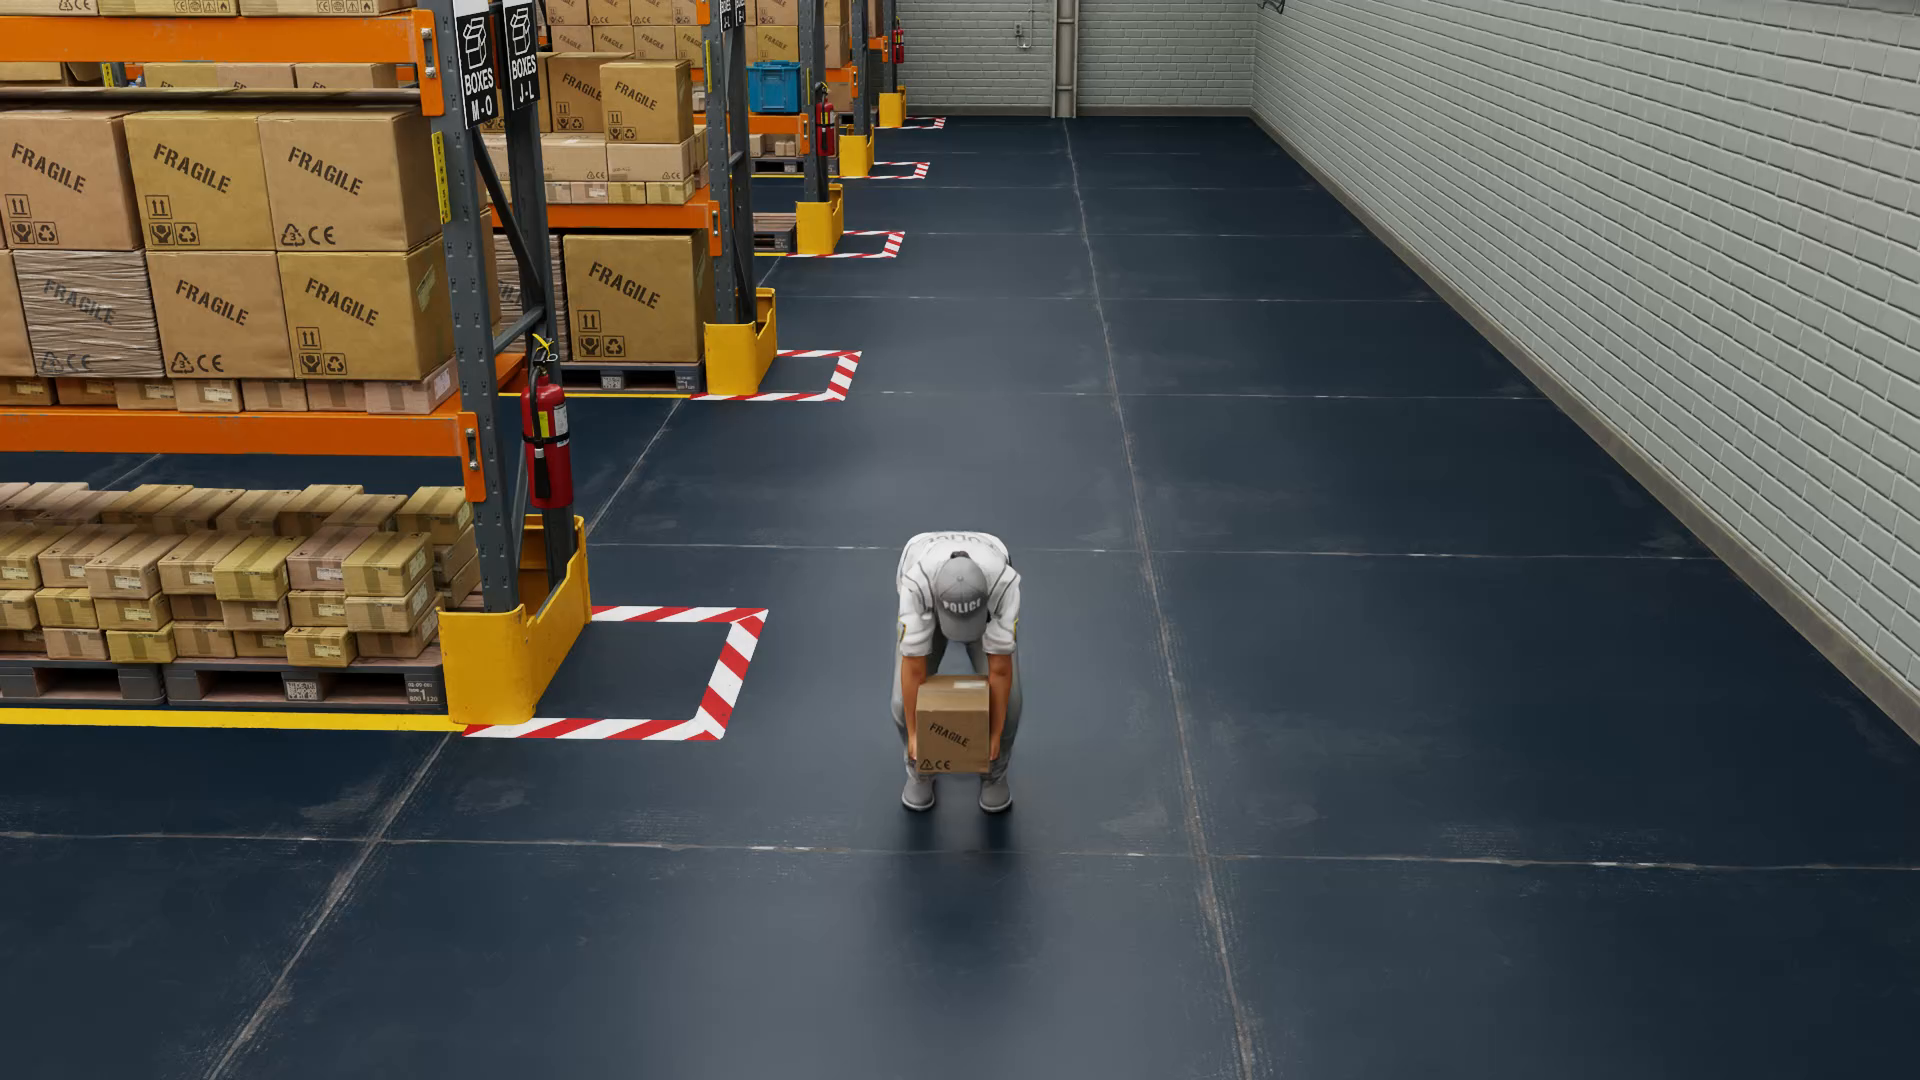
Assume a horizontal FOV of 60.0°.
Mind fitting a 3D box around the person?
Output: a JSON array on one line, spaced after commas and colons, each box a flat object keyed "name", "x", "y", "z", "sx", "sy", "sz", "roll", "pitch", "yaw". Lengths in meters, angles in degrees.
[{"name": "person", "x": -0.012, "y": 0.488, "z": 5.993, "sx": 0.488, "sy": 1.176, "sz": 0.916, "roll": 0, "pitch": 21, "yaw": 0}]
